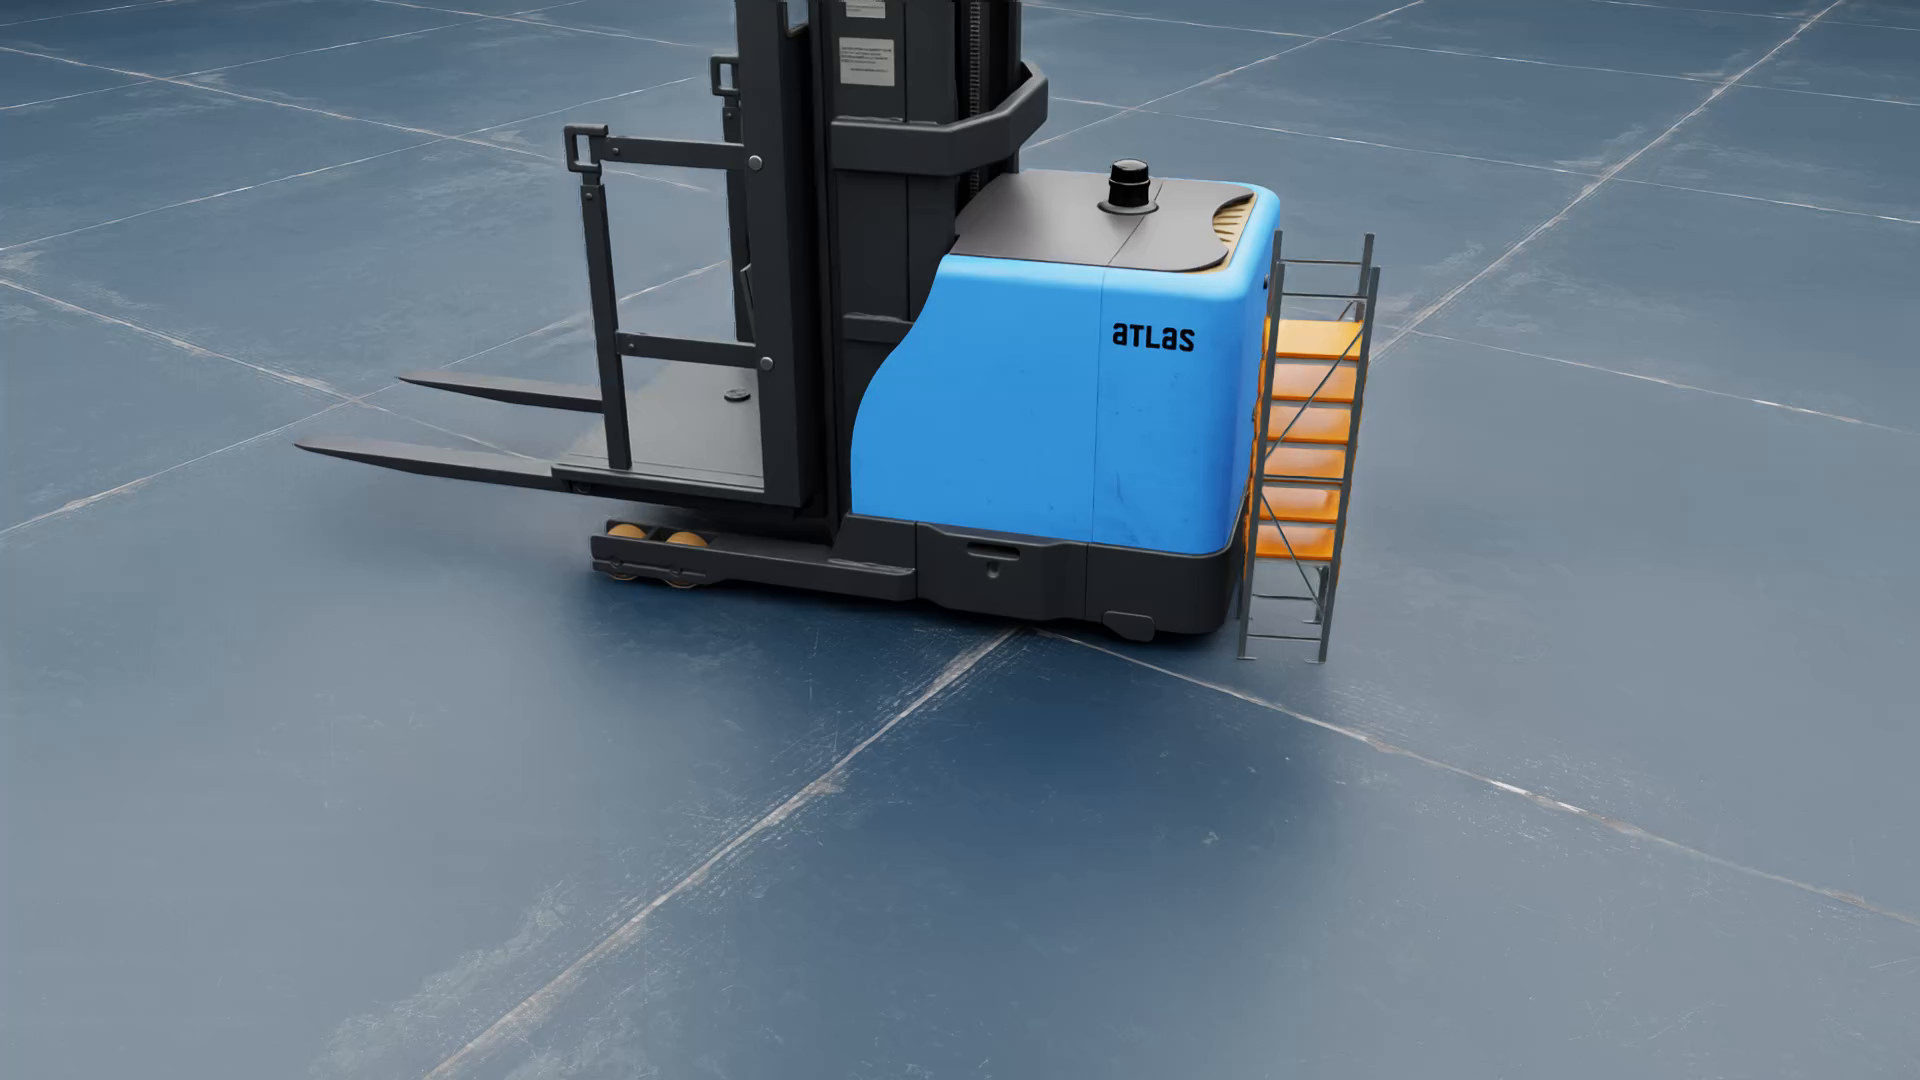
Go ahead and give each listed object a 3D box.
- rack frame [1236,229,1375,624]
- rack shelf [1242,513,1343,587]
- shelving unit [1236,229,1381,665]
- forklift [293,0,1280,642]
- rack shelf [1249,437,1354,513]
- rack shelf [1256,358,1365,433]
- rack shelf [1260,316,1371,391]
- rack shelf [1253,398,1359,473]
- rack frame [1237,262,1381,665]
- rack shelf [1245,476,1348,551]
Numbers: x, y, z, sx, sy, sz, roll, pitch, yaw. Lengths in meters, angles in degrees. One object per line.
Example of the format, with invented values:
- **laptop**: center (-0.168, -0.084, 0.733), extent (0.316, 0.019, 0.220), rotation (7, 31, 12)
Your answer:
- **rack frame**: center (0.898, -0.260, 4.391), extent (0.240, 1.200, 0.006), rotation (3, 35, 7)
- **rack shelf**: center (0.891, 0.025, 4.480), extent (0.258, 0.103, 0.180), rotation (3, 35, 7)
- **shelving unit**: center (0.886, -0.207, 4.317), extent (0.258, 1.200, 0.189), rotation (3, 35, 7)
- **forklift**: center (-0.608, -1.382, 4.734), extent (3.031, 2.935, 1.130), rotation (7, 28, 14)
- **rack shelf**: center (0.887, -0.171, 4.342), extent (0.258, 0.103, 0.180), rotation (3, 35, 7)
- **rack shelf**: center (0.883, -0.367, 4.204), extent (0.258, 0.103, 0.180), rotation (3, 35, 7)
- **rack shelf**: center (0.880, -0.465, 4.135), extent (0.258, 0.103, 0.180), rotation (3, 35, 7)
- **rack shelf**: center (0.885, -0.269, 4.273), extent (0.258, 0.103, 0.180), rotation (3, 35, 7)
- **rack frame**: center (0.875, -0.155, 4.243), extent (0.240, 1.200, 0.006), rotation (3, 35, 7)
- **rack shelf**: center (0.889, -0.073, 4.411), extent (0.258, 0.103, 0.180), rotation (3, 35, 7)
